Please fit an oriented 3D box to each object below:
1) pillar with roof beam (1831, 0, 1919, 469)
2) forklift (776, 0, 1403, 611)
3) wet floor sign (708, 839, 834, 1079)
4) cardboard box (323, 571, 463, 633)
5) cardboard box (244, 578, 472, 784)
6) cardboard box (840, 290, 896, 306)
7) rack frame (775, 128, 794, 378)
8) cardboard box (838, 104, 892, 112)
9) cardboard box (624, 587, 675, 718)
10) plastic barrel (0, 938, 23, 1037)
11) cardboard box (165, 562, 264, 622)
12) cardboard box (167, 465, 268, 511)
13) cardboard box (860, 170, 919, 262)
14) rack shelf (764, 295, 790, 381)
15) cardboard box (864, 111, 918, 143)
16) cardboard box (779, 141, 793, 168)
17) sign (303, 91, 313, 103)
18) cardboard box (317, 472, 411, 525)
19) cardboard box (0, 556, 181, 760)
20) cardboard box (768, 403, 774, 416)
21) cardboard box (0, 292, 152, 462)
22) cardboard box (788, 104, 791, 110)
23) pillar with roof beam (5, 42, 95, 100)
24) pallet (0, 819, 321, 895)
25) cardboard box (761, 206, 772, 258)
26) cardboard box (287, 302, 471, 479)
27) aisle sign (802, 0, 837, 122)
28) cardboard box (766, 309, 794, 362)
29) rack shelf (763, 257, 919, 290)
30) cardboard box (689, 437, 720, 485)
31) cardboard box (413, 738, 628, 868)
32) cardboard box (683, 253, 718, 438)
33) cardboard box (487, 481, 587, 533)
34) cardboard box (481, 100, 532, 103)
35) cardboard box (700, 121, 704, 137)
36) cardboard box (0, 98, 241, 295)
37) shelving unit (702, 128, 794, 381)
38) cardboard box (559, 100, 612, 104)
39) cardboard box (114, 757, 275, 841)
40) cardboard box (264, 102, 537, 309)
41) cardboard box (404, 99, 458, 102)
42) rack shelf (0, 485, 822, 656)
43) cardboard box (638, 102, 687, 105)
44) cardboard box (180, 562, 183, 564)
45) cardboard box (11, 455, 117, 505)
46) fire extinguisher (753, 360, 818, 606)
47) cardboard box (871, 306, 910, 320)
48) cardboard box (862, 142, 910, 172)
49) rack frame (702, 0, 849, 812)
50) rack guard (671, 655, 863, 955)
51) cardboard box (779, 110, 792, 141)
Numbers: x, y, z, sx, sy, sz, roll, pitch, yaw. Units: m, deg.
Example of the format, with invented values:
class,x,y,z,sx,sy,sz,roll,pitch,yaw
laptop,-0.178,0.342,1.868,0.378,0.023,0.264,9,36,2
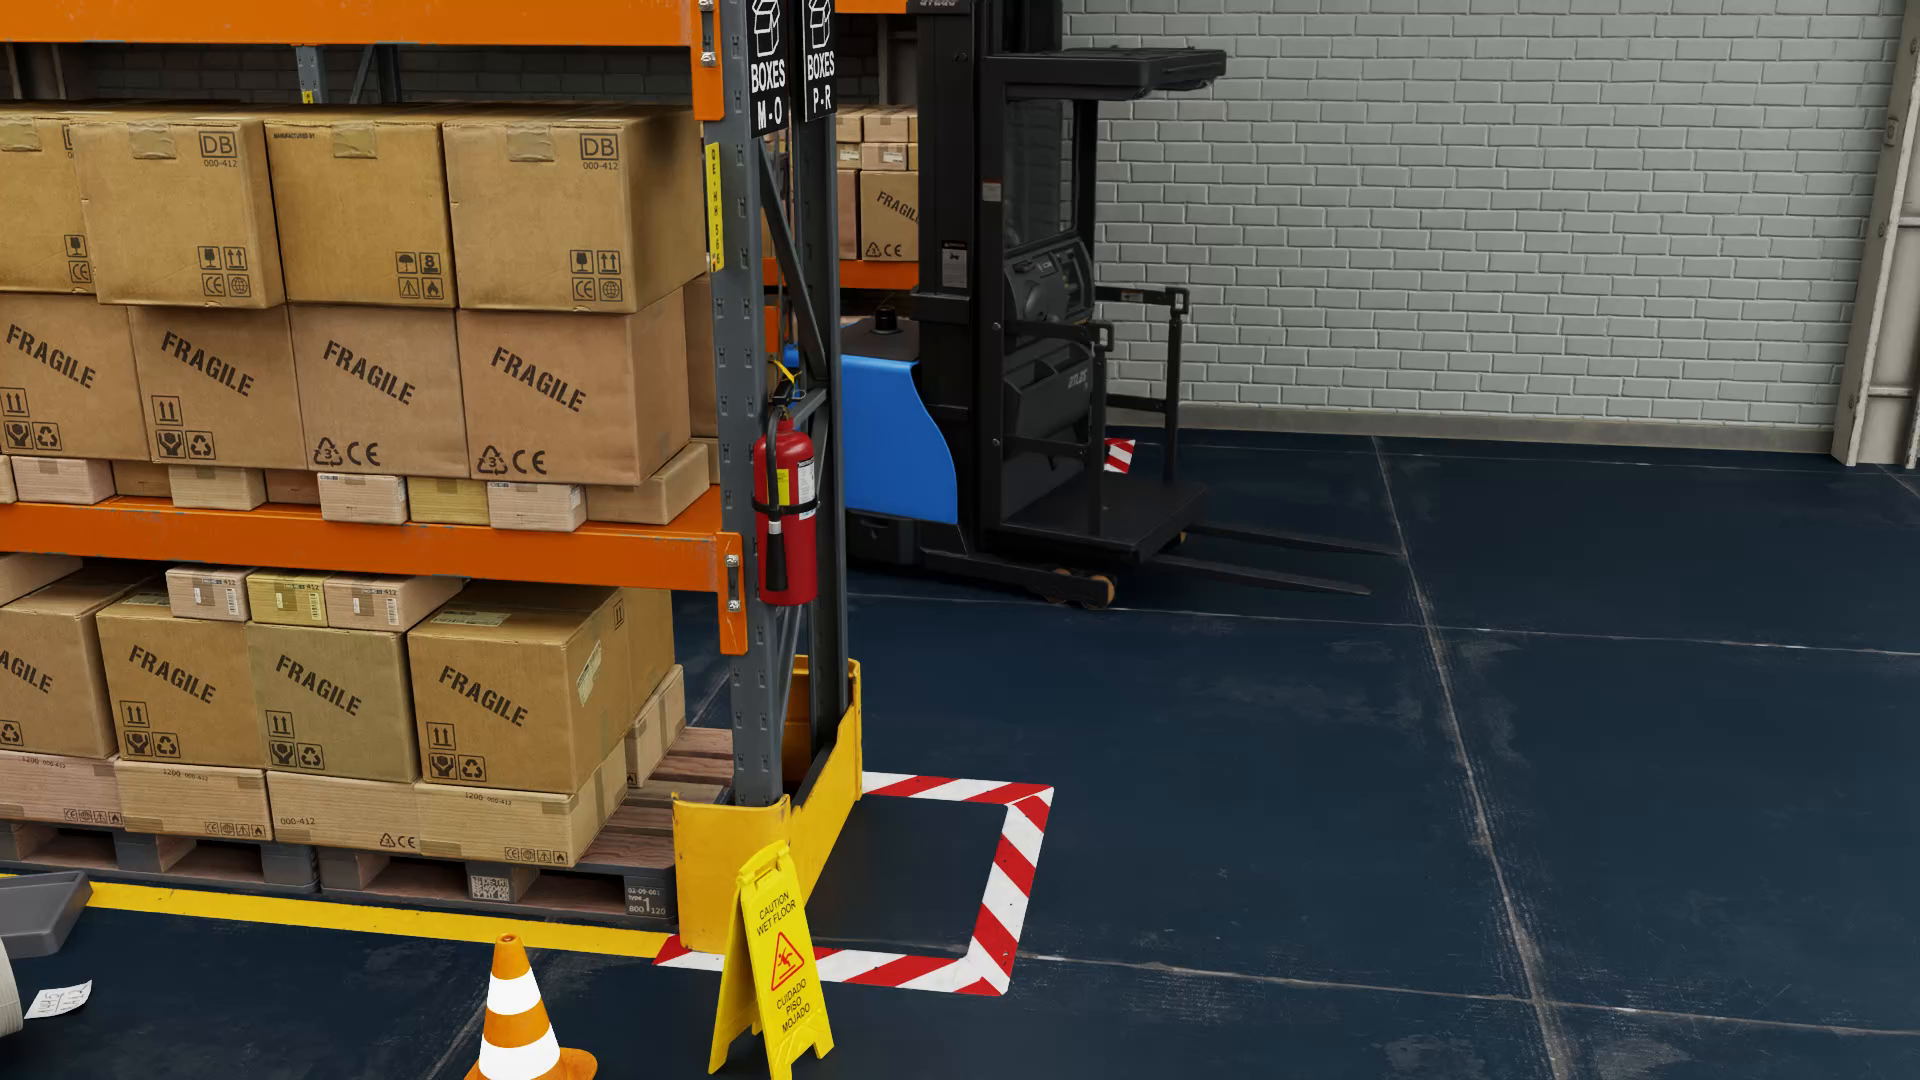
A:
class,x,y,z,sx,sy,sz,roll,pitch,yaw
pillar with roof beam,4.947,-3.410,4.814,0.400,9.000,9.100,3,19,9
forklift,0.618,-1.250,7.919,3.031,2.935,1.130,9,21,26
wet floor sign,-0.515,1.118,4.445,0.232,0.644,0.267,10,21,27
cardboard box,-1.739,0.142,5.119,0.250,0.149,0.380,3,19,10
cardboard box,-1.881,0.422,5.305,0.500,0.500,0.500,4,19,11
cardboard box,-0.688,-1.376,10.283,0.500,0.250,0.500,3,19,9
rack frame,-0.861,-0.980,8.269,0.015,2.100,0.400,1,16,2
cardboard box,-0.563,-2.511,9.932,0.250,0.149,0.380,3,19,10
cardboard box,-1.309,0.277,5.736,0.500,0.500,0.500,2,19,7
plastic barrel,-2.813,1.249,4.404,0.512,0.421,0.421,-15,24,-38
cardboard box,-2.246,0.115,5.201,0.250,0.149,0.380,4,19,11
cardboard box,-2.210,-0.219,5.125,0.250,0.149,0.380,3,19,8
cardboard box,-0.277,-1.889,9.563,0.500,0.500,0.500,3,19,7
rack shelf,-1.105,-0.971,8.281,0.480,0.518,0.431,1,16,2
cardboard box,-0.385,-2.349,9.449,0.250,0.149,0.380,3,19,9
cardboard box,-0.883,-2.235,9.576,0.250,0.149,0.380,3,19,8
sign,-3.775,-2.441,9.671,0.005,0.325,0.100,3,19,9
cardboard box,-1.713,-0.177,5.001,0.250,0.149,0.380,3,19,10
cardboard box,-2.901,0.369,5.464,0.500,0.500,0.500,4,19,12
cardboard box,-1.246,-0.775,10.062,0.500,0.250,0.500,3,19,9
cardboard box,-2.597,-0.557,5.115,0.500,0.500,0.500,3,19,9
cardboard box,-1.069,-2.534,10.000,0.250,0.149,0.380,4,19,10
pillar with roof beam,-6.901,-4.014,6.619,0.400,9.000,9.100,3,19,9
pallet,-2.606,0.861,5.897,1.213,0.211,1.003,3,19,9
cardboard box,-1.294,-1.943,9.726,0.500,0.500,0.500,3,19,8
cardboard box,-1.606,-0.500,4.942,0.500,0.500,0.500,3,19,9
aisle sign,-0.423,-1.670,4.971,0.004,0.787,0.394,3,19,9
cardboard box,-1.259,-1.240,9.876,0.500,0.250,0.500,3,19,9
rack shelf,-1.724,-1.658,10.165,4.000,0.370,1.077,3,19,9
cardboard box,-0.836,-0.306,5.387,0.250,0.149,0.380,3,19,9
cardboard box,-1.398,0.804,5.345,0.500,0.250,0.500,3,19,8
cardboard box,-0.957,-0.643,5.370,0.500,0.500,0.500,3,19,8
cardboard box,-1.204,-0.154,4.932,0.250,0.149,0.380,3,19,8
cardboard box,-2.831,-2.640,10.317,0.250,0.149,0.380,3,19,8
cardboard box,-1.413,-2.380,9.539,0.250,0.149,0.380,3,19,10
cardboard box,-2.561,-1.053,5.021,0.500,0.500,0.700,3,19,8
shelving unit,-1.105,-0.985,8.278,0.503,2.100,0.431,1,16,2
cardboard box,-2.321,-2.628,10.280,0.250,0.149,0.380,3,19,8
cardboard box,-2.402,0.752,5.500,0.500,0.250,0.500,2,19,7
cardboard box,-1.571,-0.991,4.836,0.500,0.500,0.700,3,19,9
cardboard box,-3.336,-2.675,10.421,0.250,0.149,0.380,3,19,9
rack shelf,-2.508,-0.103,5.517,4.000,0.370,1.077,3,19,9
cardboard box,-1.831,-2.578,10.131,0.250,0.149,0.380,3,19,10
cardboard box,-2.849,0.200,5.966,0.500,0.500,0.500,4,19,12
cardboard box,-2.708,-0.238,5.183,0.250,0.149,0.380,3,19,8
fire extinguisher,-0.493,-0.157,4.666,0.183,0.674,0.296,3,19,9
cardboard box,-0.254,-1.194,9.739,0.500,0.250,0.500,4,19,10
cardboard box,-0.393,-2.187,9.432,0.250,0.149,0.380,3,19,10
rack frame,-0.533,-0.343,5.102,0.127,3.000,1.000,3,19,9
rack guard,-0.608,0.838,5.510,0.348,0.500,1.175,3,19,9
cardboard box,-0.882,-2.390,9.570,0.250,0.149,0.380,3,19,9
